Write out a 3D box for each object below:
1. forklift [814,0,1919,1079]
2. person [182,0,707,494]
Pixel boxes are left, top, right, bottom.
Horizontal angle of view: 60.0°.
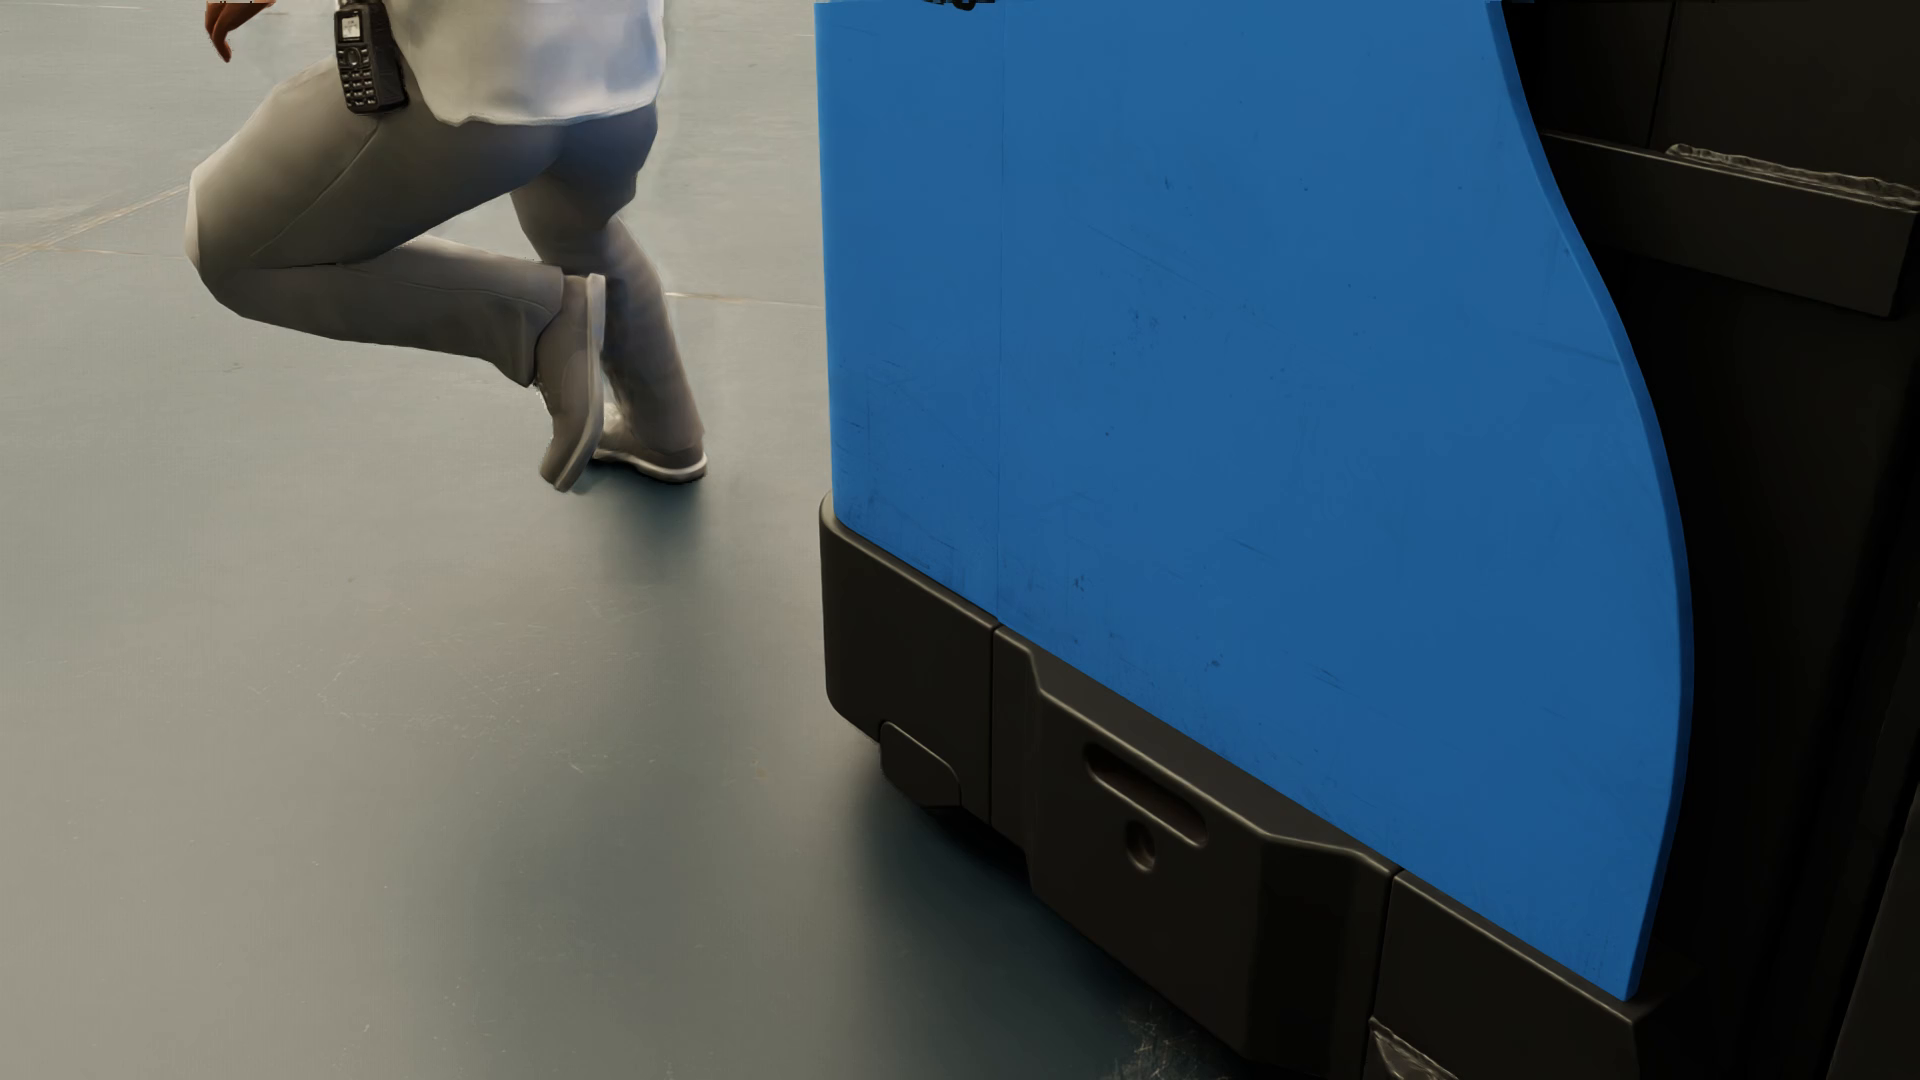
[{"bbox_3d":[1.147,-0.688,0.610,1.130,2.935,3.031,-20,33,-34],"label":"forklift"},{"bbox_3d":[-0.621,-0.658,2.138,0.723,1.491,0.750,15,31,28],"label":"person"}]
